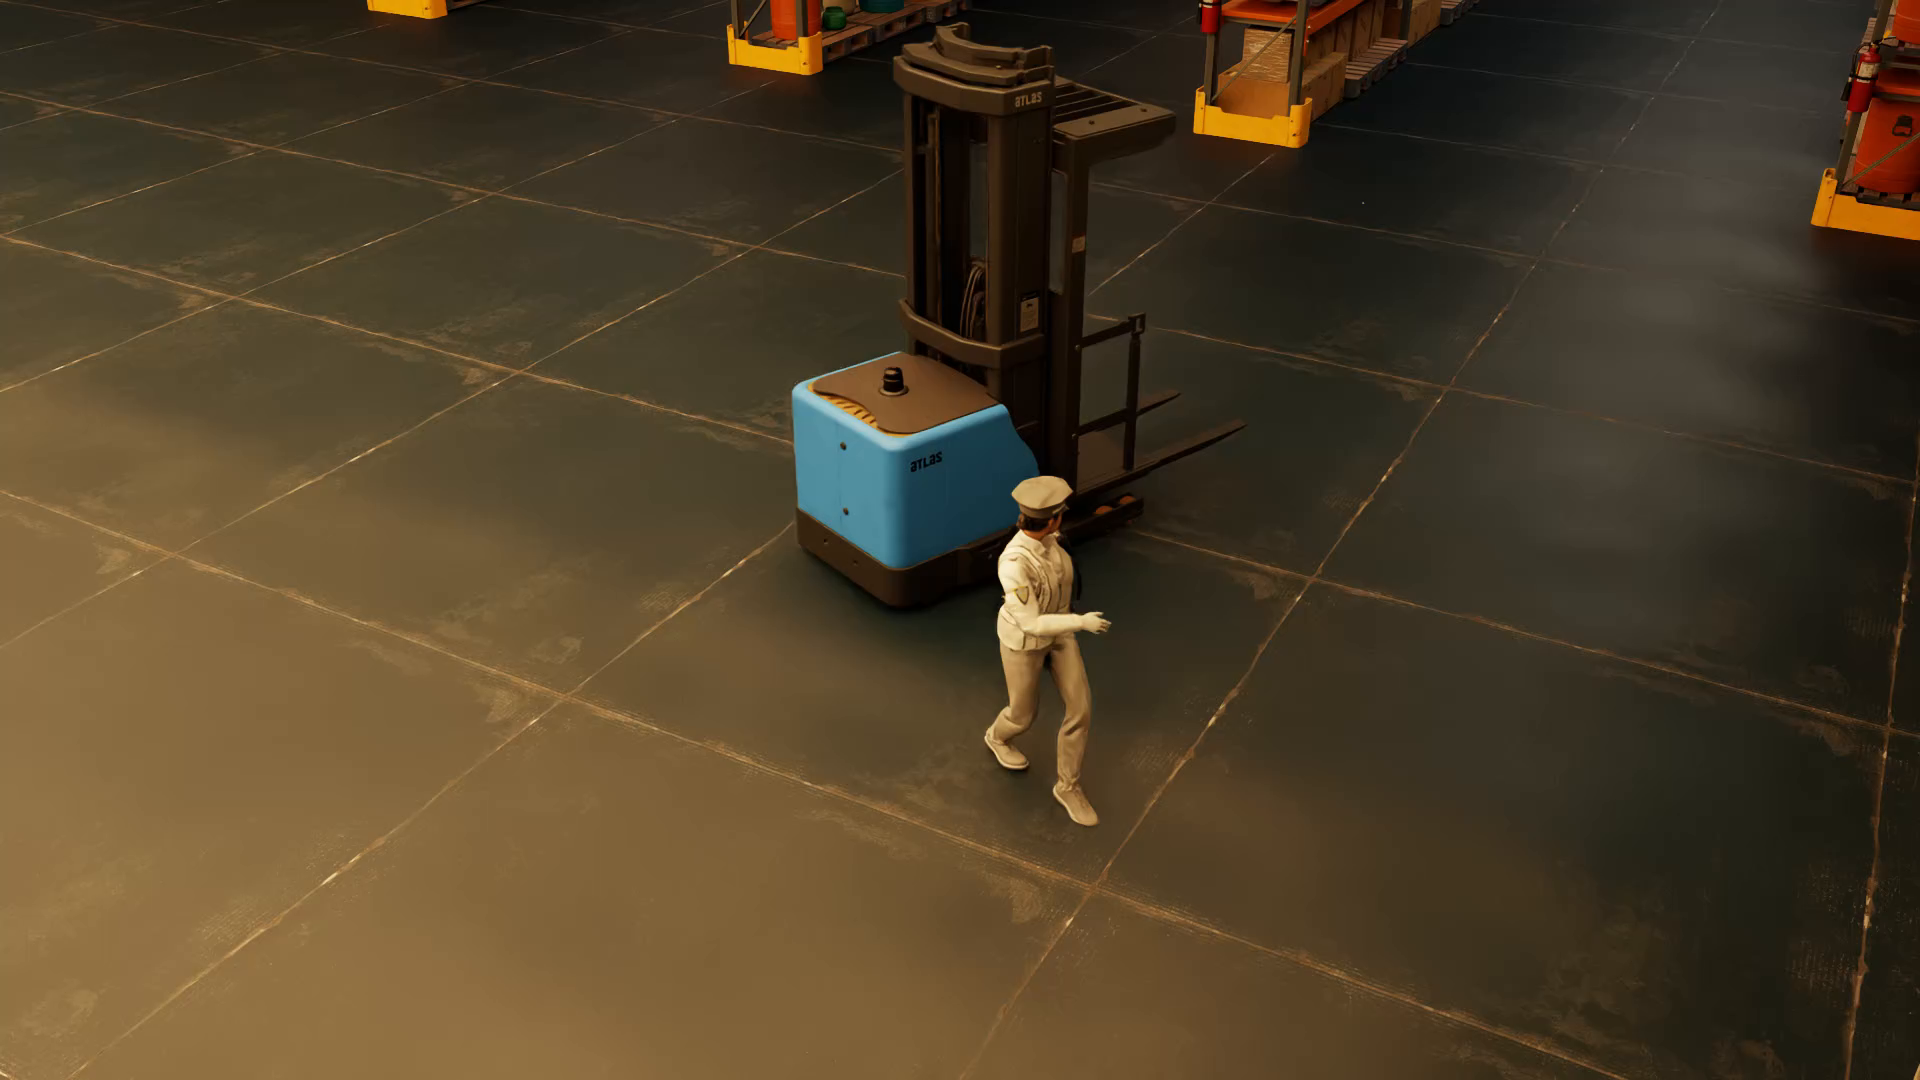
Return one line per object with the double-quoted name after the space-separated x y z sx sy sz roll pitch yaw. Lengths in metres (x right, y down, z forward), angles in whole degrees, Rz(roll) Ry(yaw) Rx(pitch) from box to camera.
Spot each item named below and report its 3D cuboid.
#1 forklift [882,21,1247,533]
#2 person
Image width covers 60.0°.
0.499 -1.492 9.656 3.031 2.935 1.121 -22 37 -33 "forklift"
0.374 0.469 7.634 0.513 1.620 0.889 -22 37 -33 "person"
